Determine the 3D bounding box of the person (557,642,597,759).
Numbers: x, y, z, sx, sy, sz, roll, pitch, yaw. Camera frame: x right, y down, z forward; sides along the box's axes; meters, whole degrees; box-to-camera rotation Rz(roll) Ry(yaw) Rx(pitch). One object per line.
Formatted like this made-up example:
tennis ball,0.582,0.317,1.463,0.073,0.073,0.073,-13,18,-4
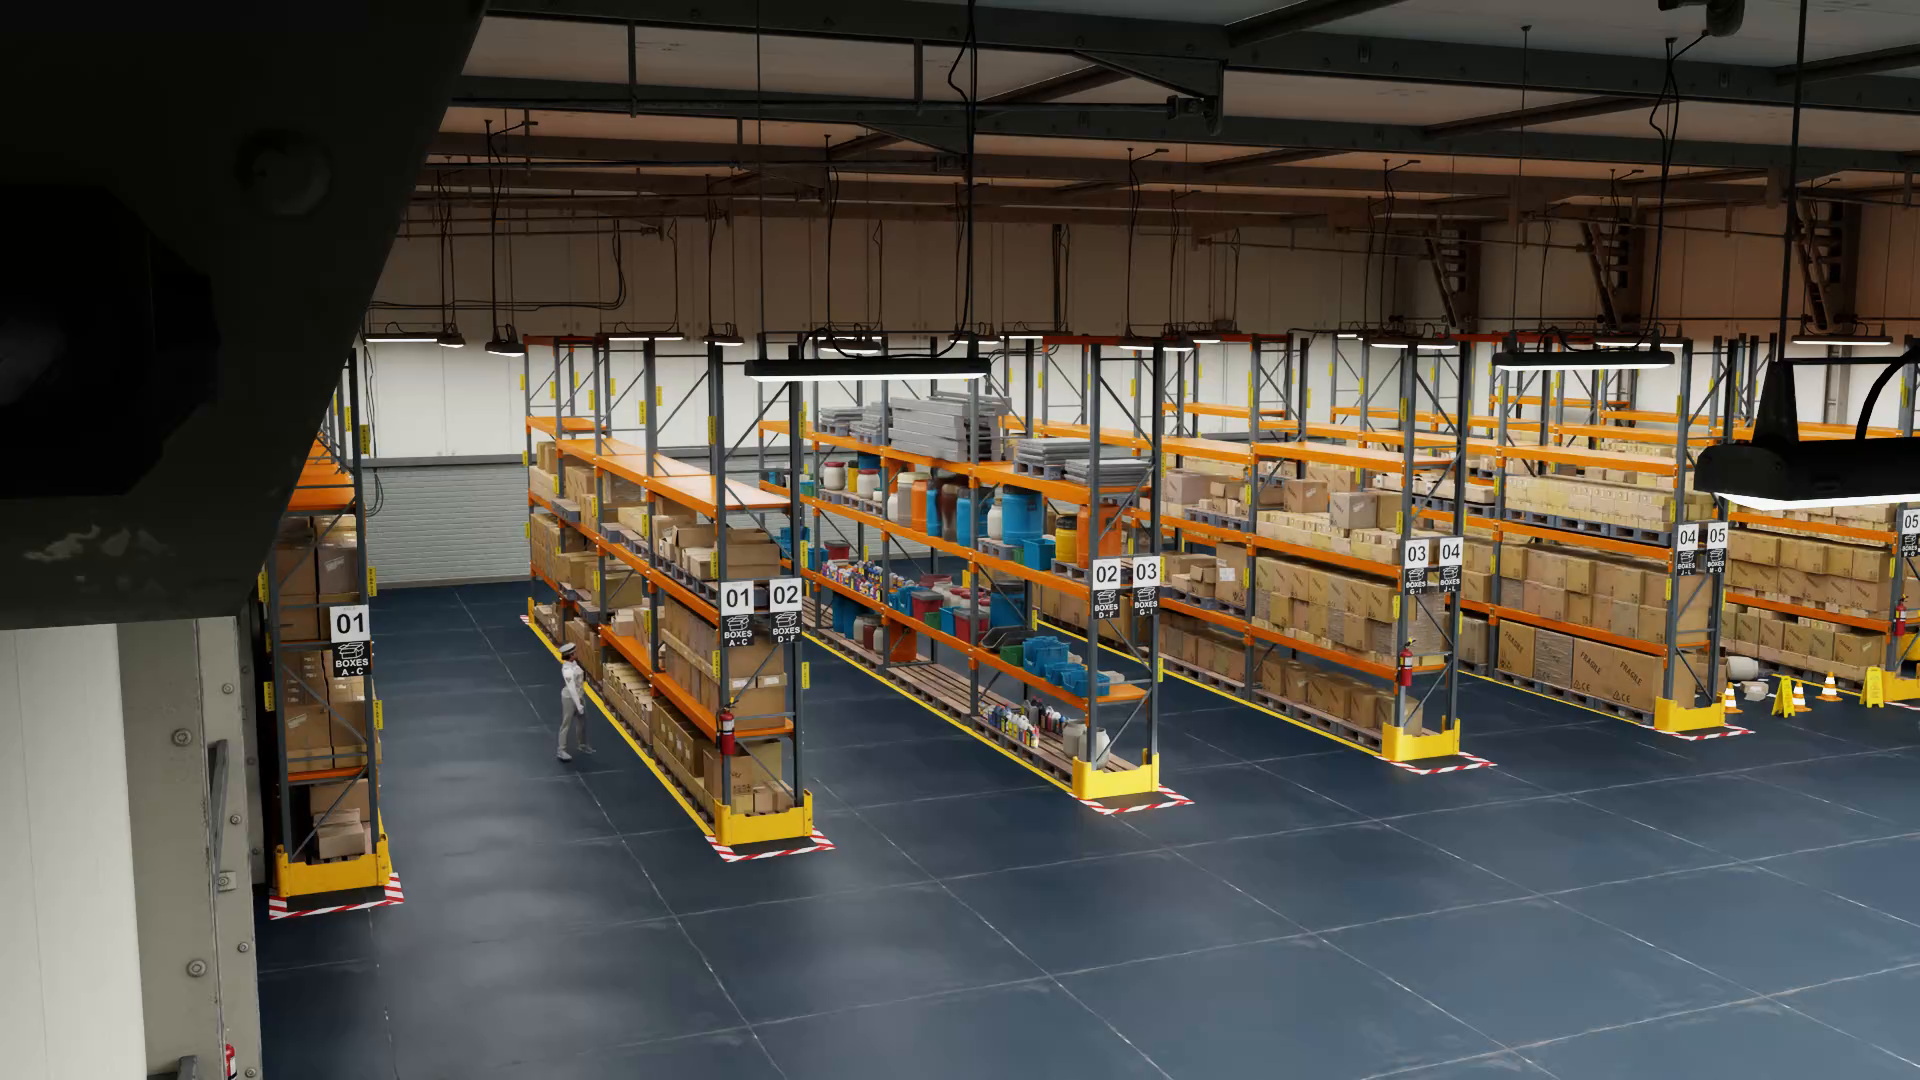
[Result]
person,-5.587,2.323,24.083,0.462,1.729,0.604,1,8,6

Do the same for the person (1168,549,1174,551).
person,4.322,0.983,34.225,0.415,1.604,0.952,-4,9,-27
